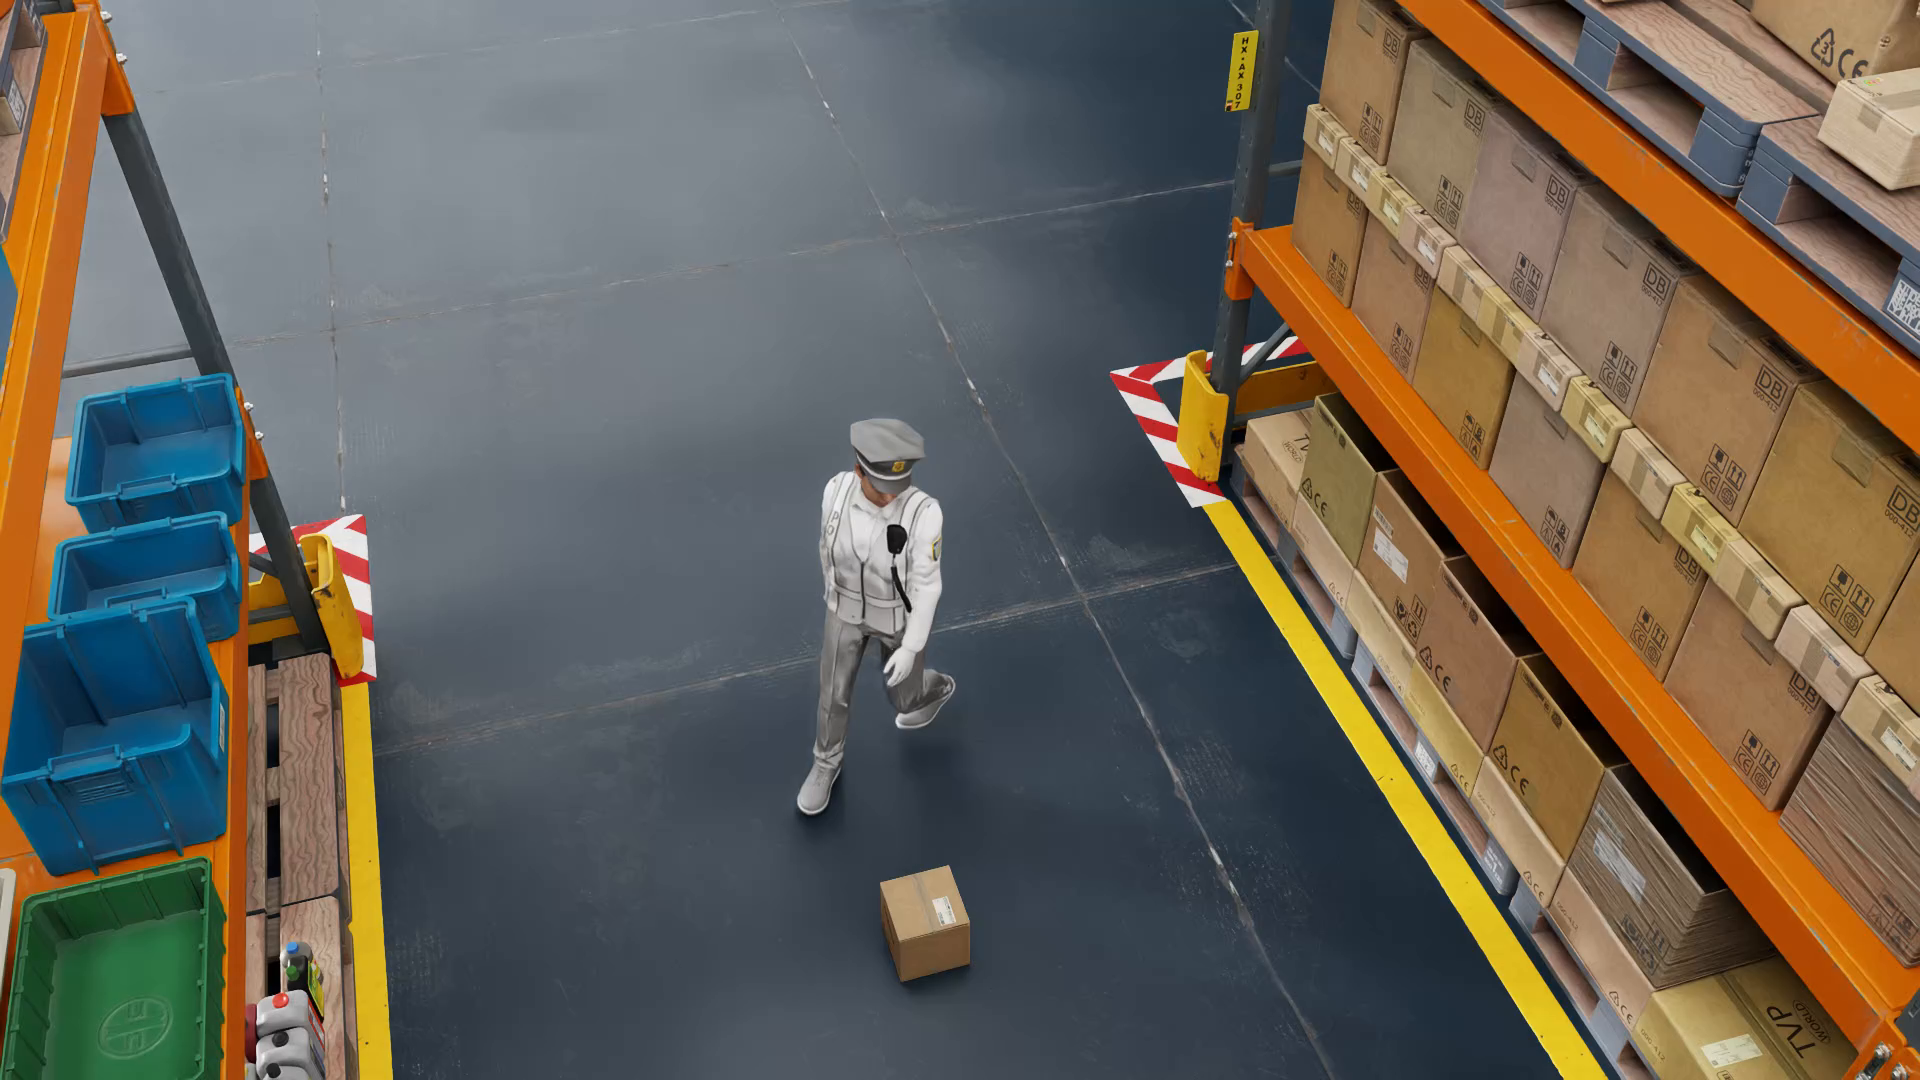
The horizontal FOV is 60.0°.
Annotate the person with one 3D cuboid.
[{"bbox_3d":[-0.287,0.250,5.882,0.497,1.640,0.712,13,44,14],"label":"person"}]
